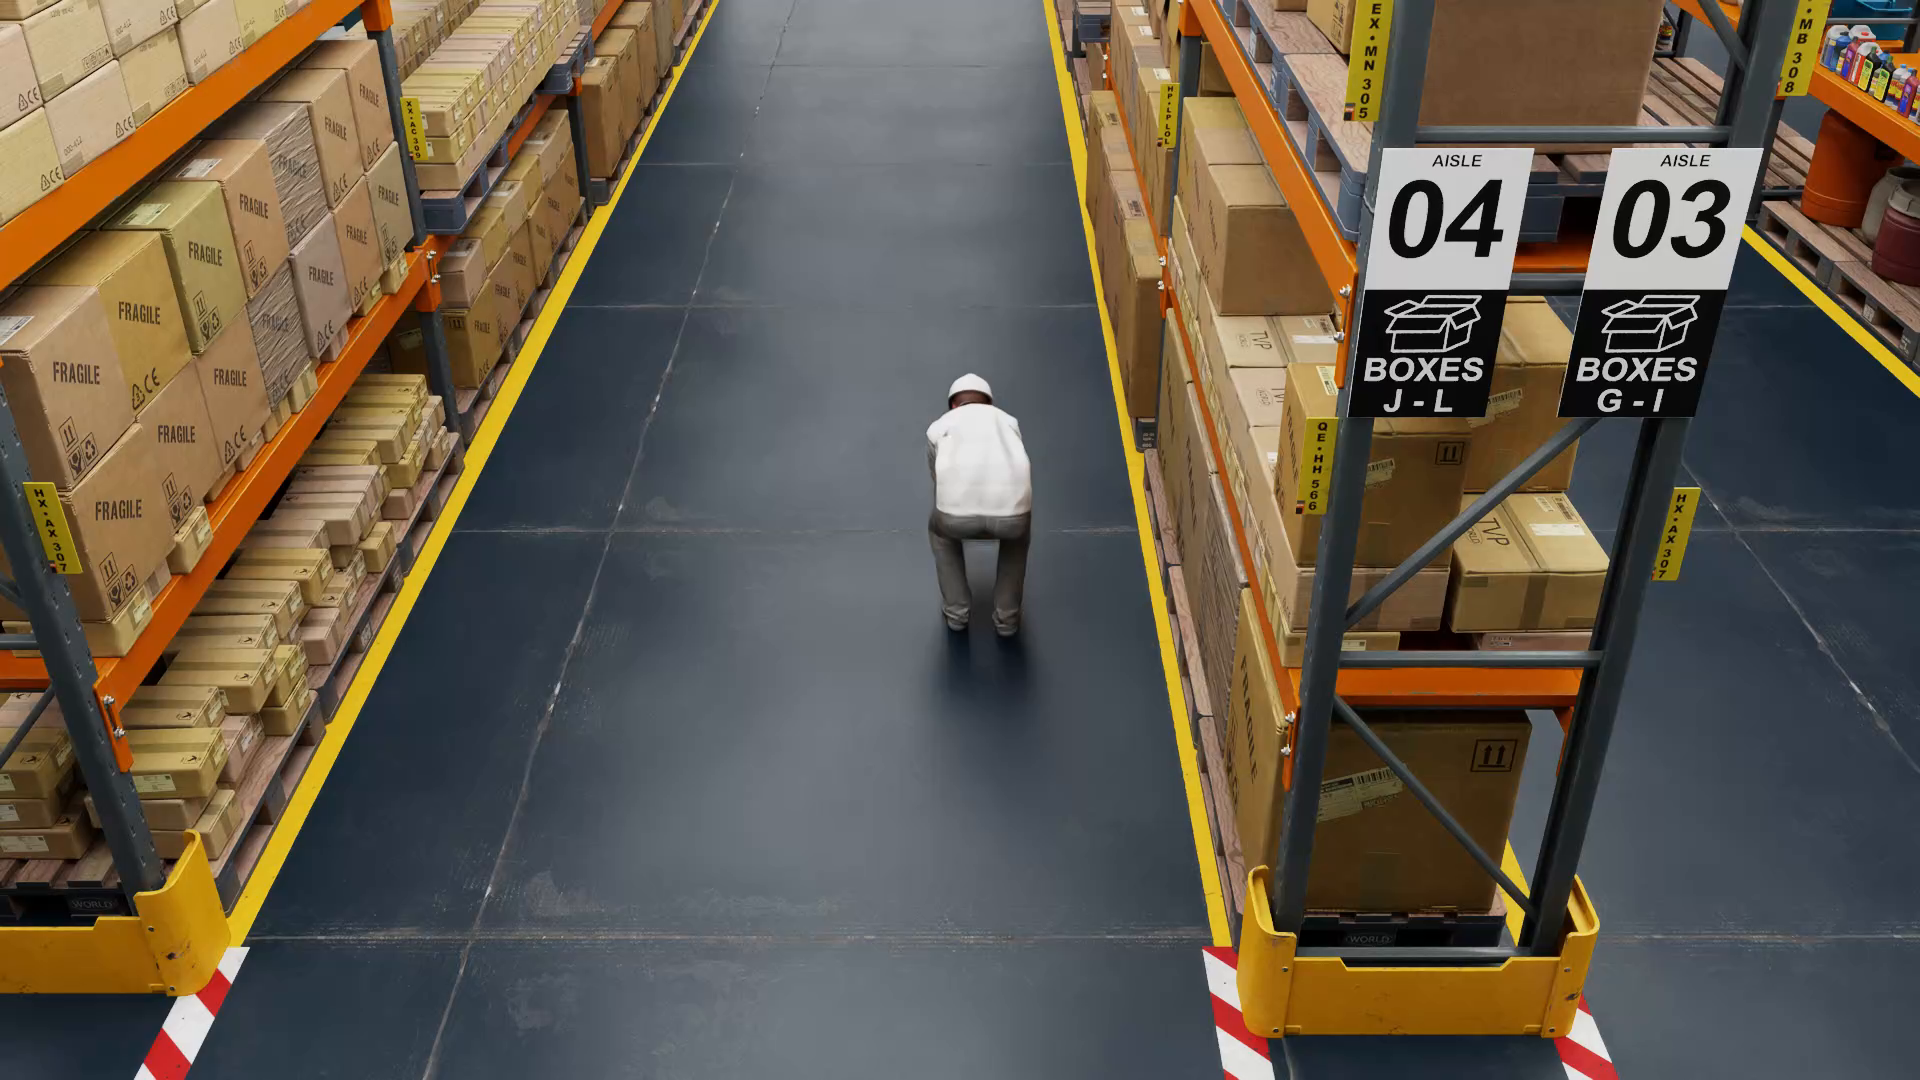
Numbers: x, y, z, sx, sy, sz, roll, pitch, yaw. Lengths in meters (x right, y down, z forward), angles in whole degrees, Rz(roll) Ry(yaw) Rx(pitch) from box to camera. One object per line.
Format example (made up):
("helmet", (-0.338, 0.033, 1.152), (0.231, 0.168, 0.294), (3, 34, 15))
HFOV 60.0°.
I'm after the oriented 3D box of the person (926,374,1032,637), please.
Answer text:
("person", (0.091, -0.148, 8.044), (0.495, 1.054, 0.997), (-2, 31, -3))
